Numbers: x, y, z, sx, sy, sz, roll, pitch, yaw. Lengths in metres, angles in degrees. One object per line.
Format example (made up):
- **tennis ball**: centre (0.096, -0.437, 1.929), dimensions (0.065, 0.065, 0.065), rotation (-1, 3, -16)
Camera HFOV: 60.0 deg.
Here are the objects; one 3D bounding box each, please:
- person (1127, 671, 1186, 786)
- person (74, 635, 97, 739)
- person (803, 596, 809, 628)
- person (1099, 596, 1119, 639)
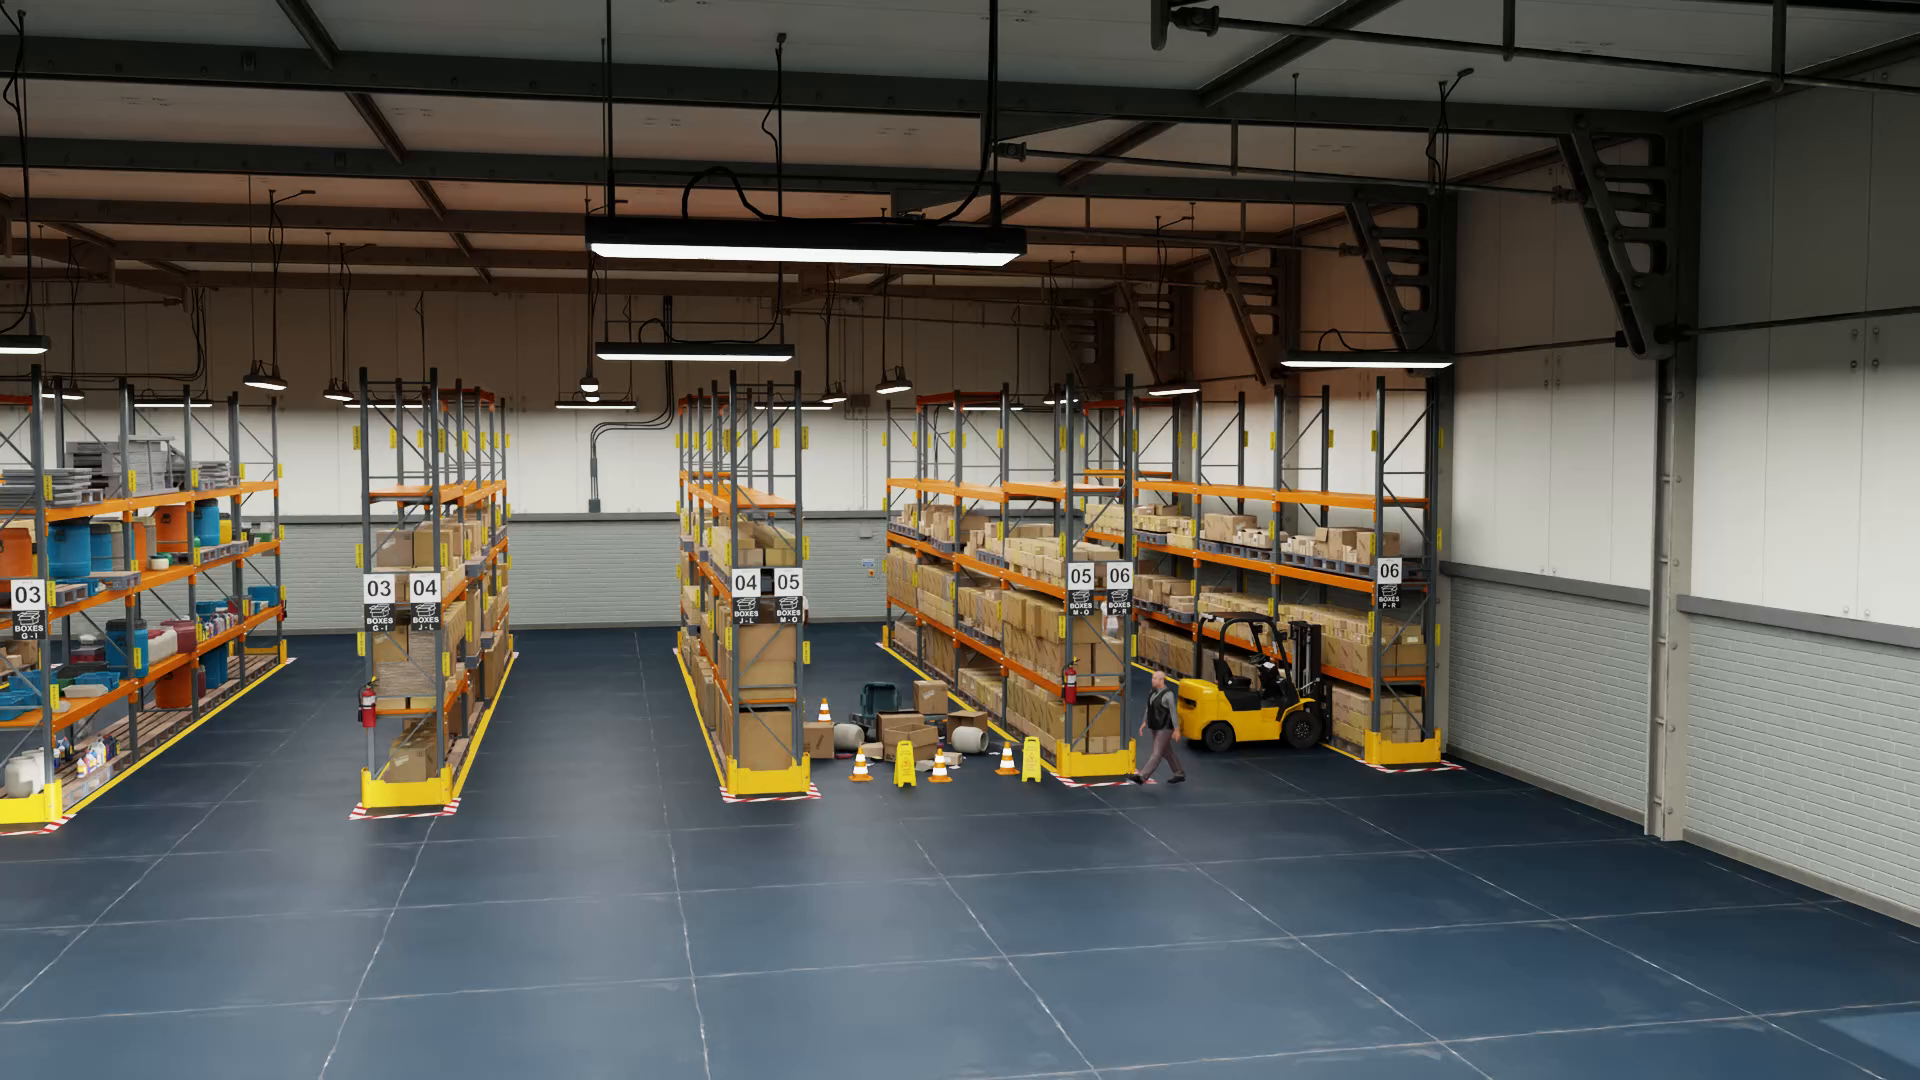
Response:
- **person**: centre (2.813, 2.720, 24.019), dimensions (1.065, 1.657, 0.557), rotation (-1, 4, -19)
- **person**: centre (-14.123, 2.378, 26.899), dimensions (0.491, 1.654, 0.437), rotation (-3, 4, -39)
- **person**: centre (-3.738, 1.851, 37.890), dimensions (0.588, 1.756, 0.460), rotation (-1, 3, -13)
- **person**: centre (3.137, 1.857, 35.024), dimensions (0.553, 1.706, 0.634), rotation (-2, 4, -31)
